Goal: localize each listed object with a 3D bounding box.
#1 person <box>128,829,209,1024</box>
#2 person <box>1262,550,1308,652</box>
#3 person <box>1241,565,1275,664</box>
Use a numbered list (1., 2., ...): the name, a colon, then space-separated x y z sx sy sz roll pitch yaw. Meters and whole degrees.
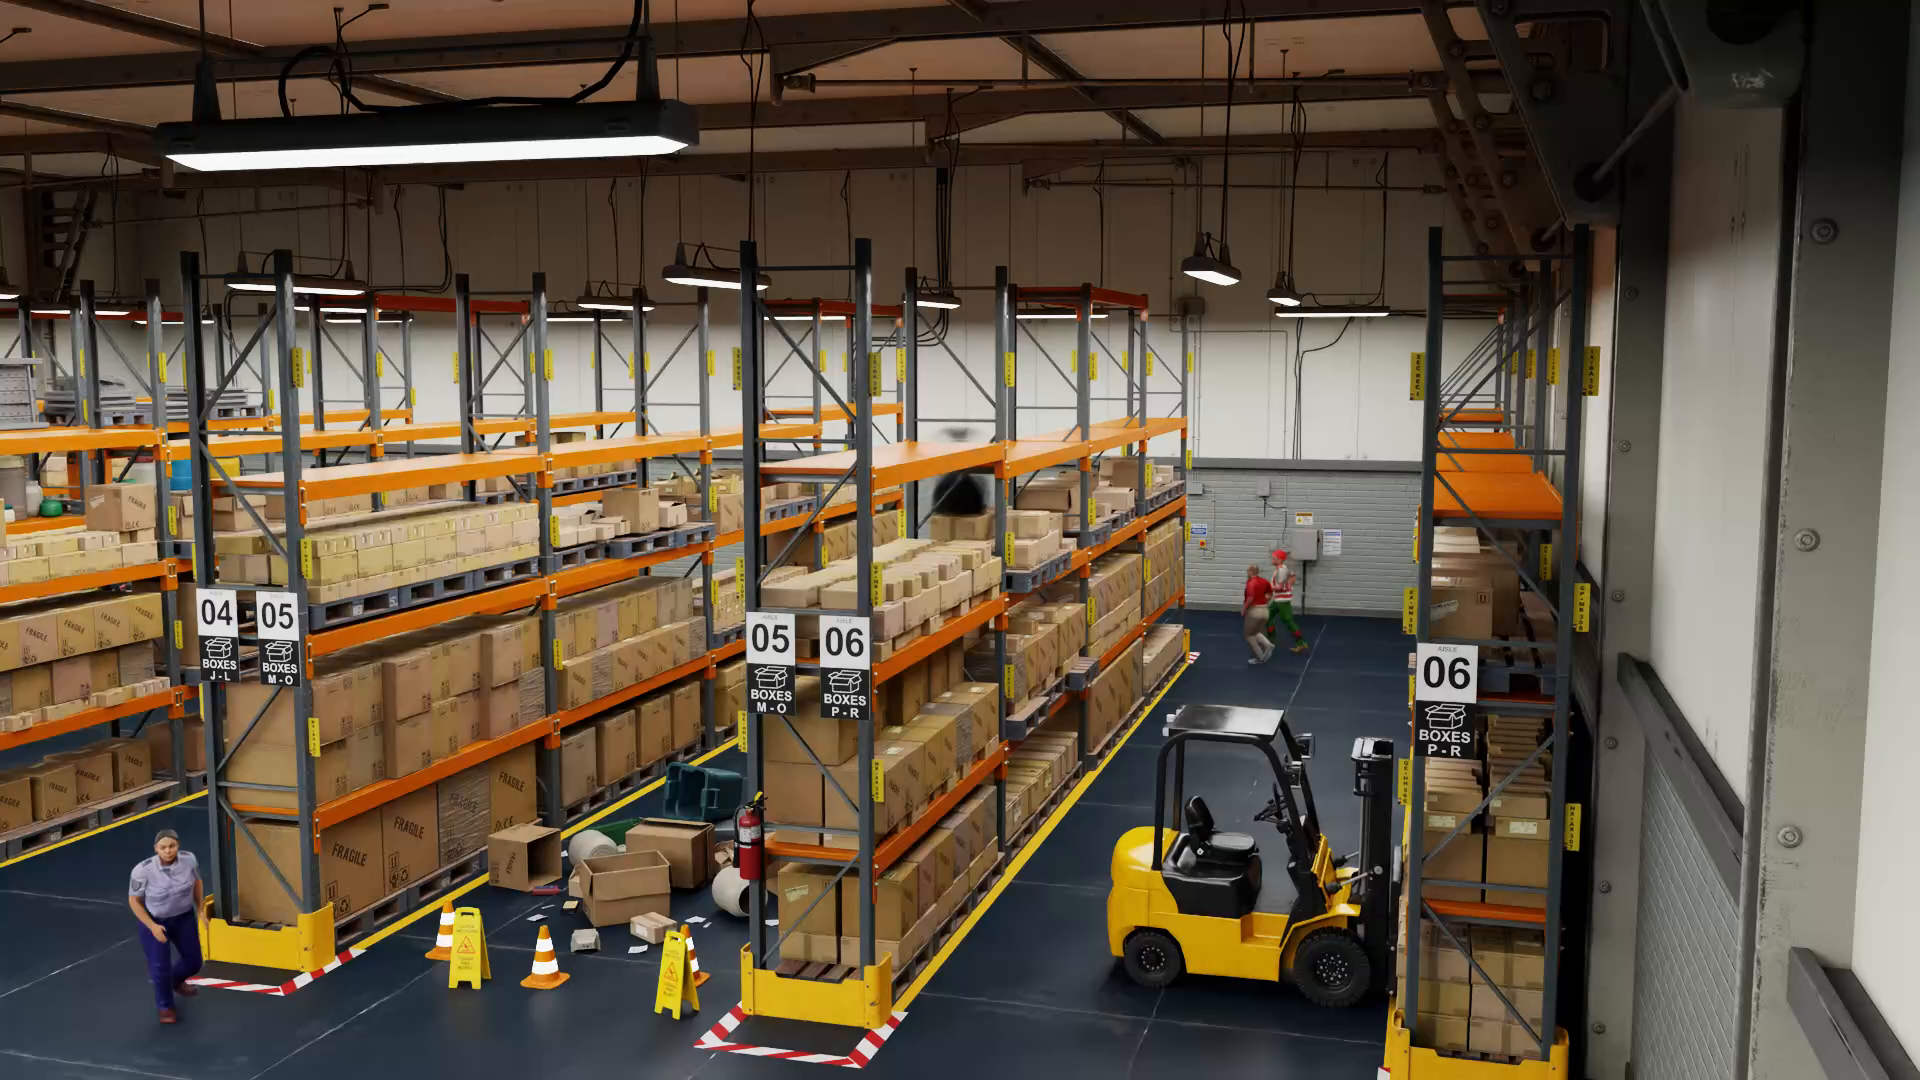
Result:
1. person: -6.156 2.951 12.886 0.692 1.570 0.595 6 9 44
2. person: 5.587 1.073 28.652 0.823 1.816 0.663 1 7 12
3. person: 5.000 1.248 27.707 0.658 1.666 0.562 -5 8 -36
